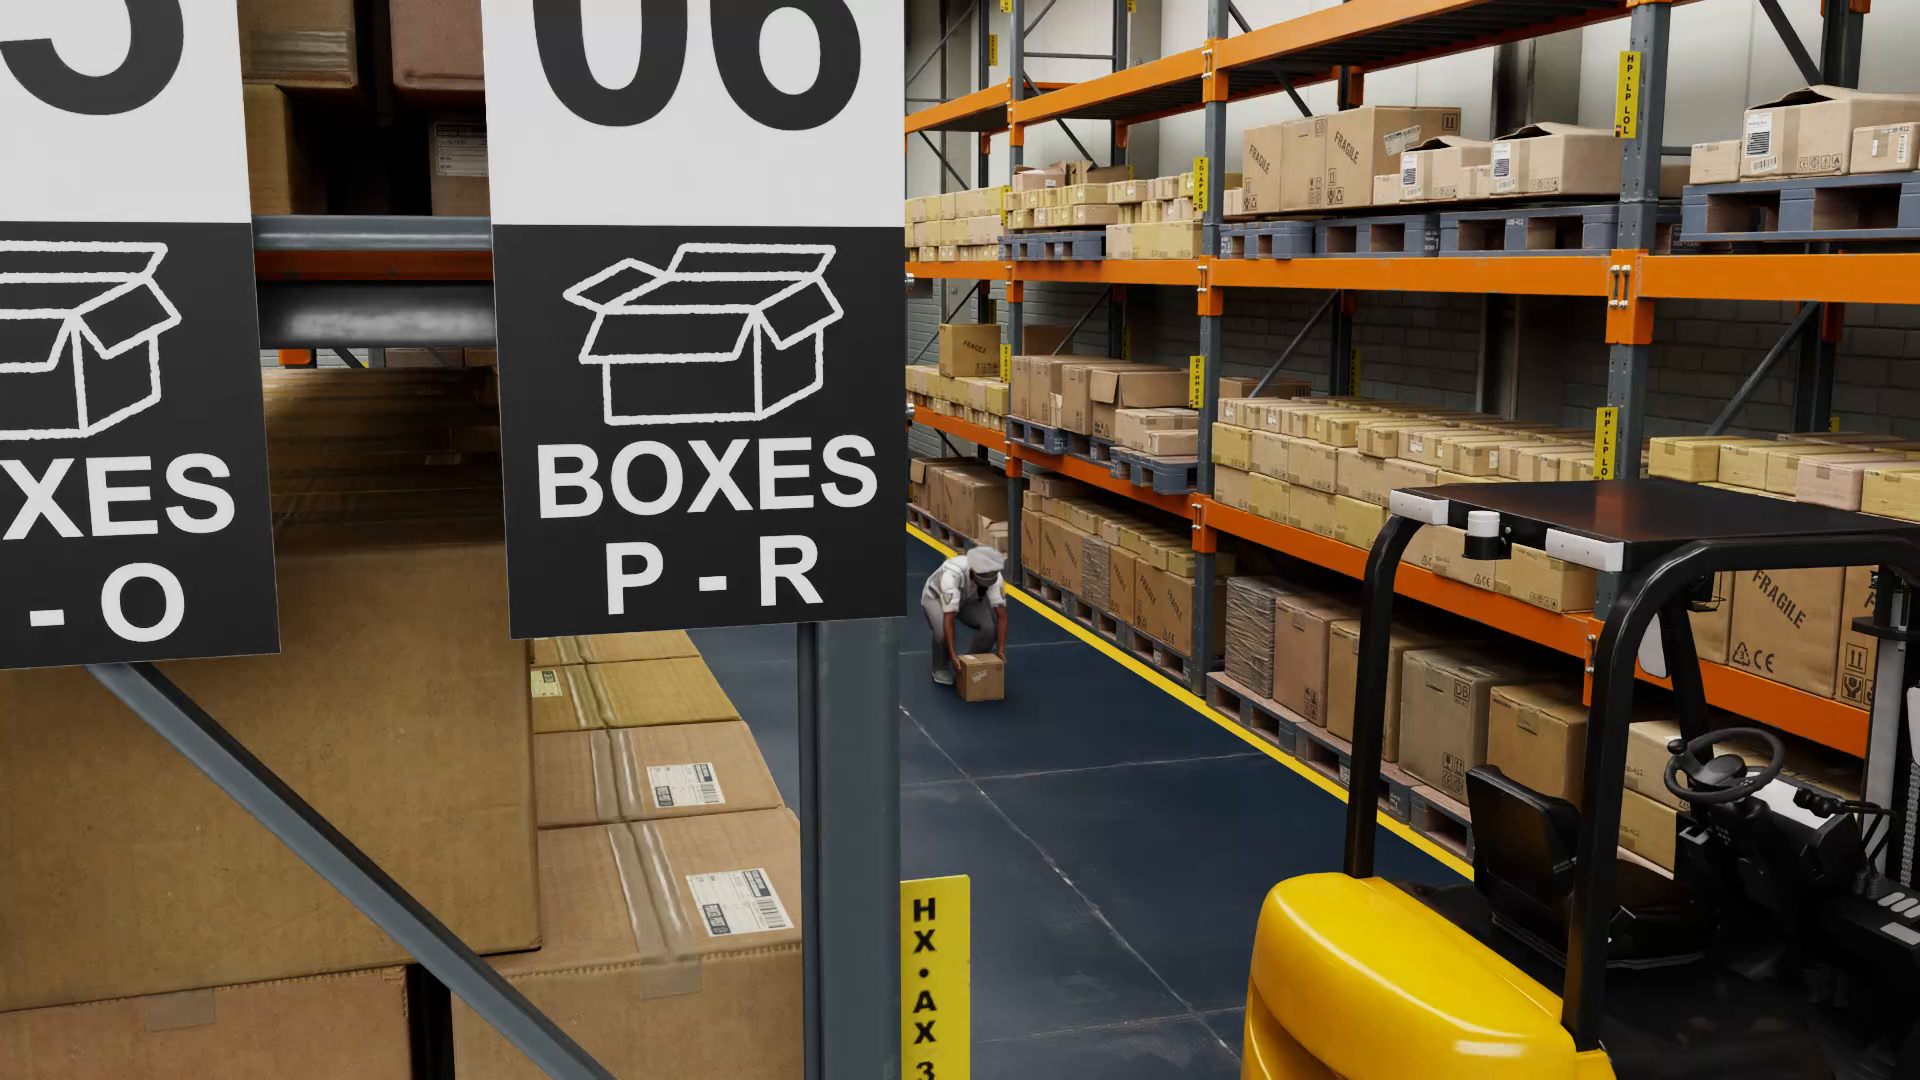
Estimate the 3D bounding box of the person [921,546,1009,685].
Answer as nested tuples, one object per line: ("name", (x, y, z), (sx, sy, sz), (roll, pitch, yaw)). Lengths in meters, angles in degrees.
("person", (0.039, 0.485, 11.098), (0.478, 0.967, 0.857), (-3, 10, -16))
